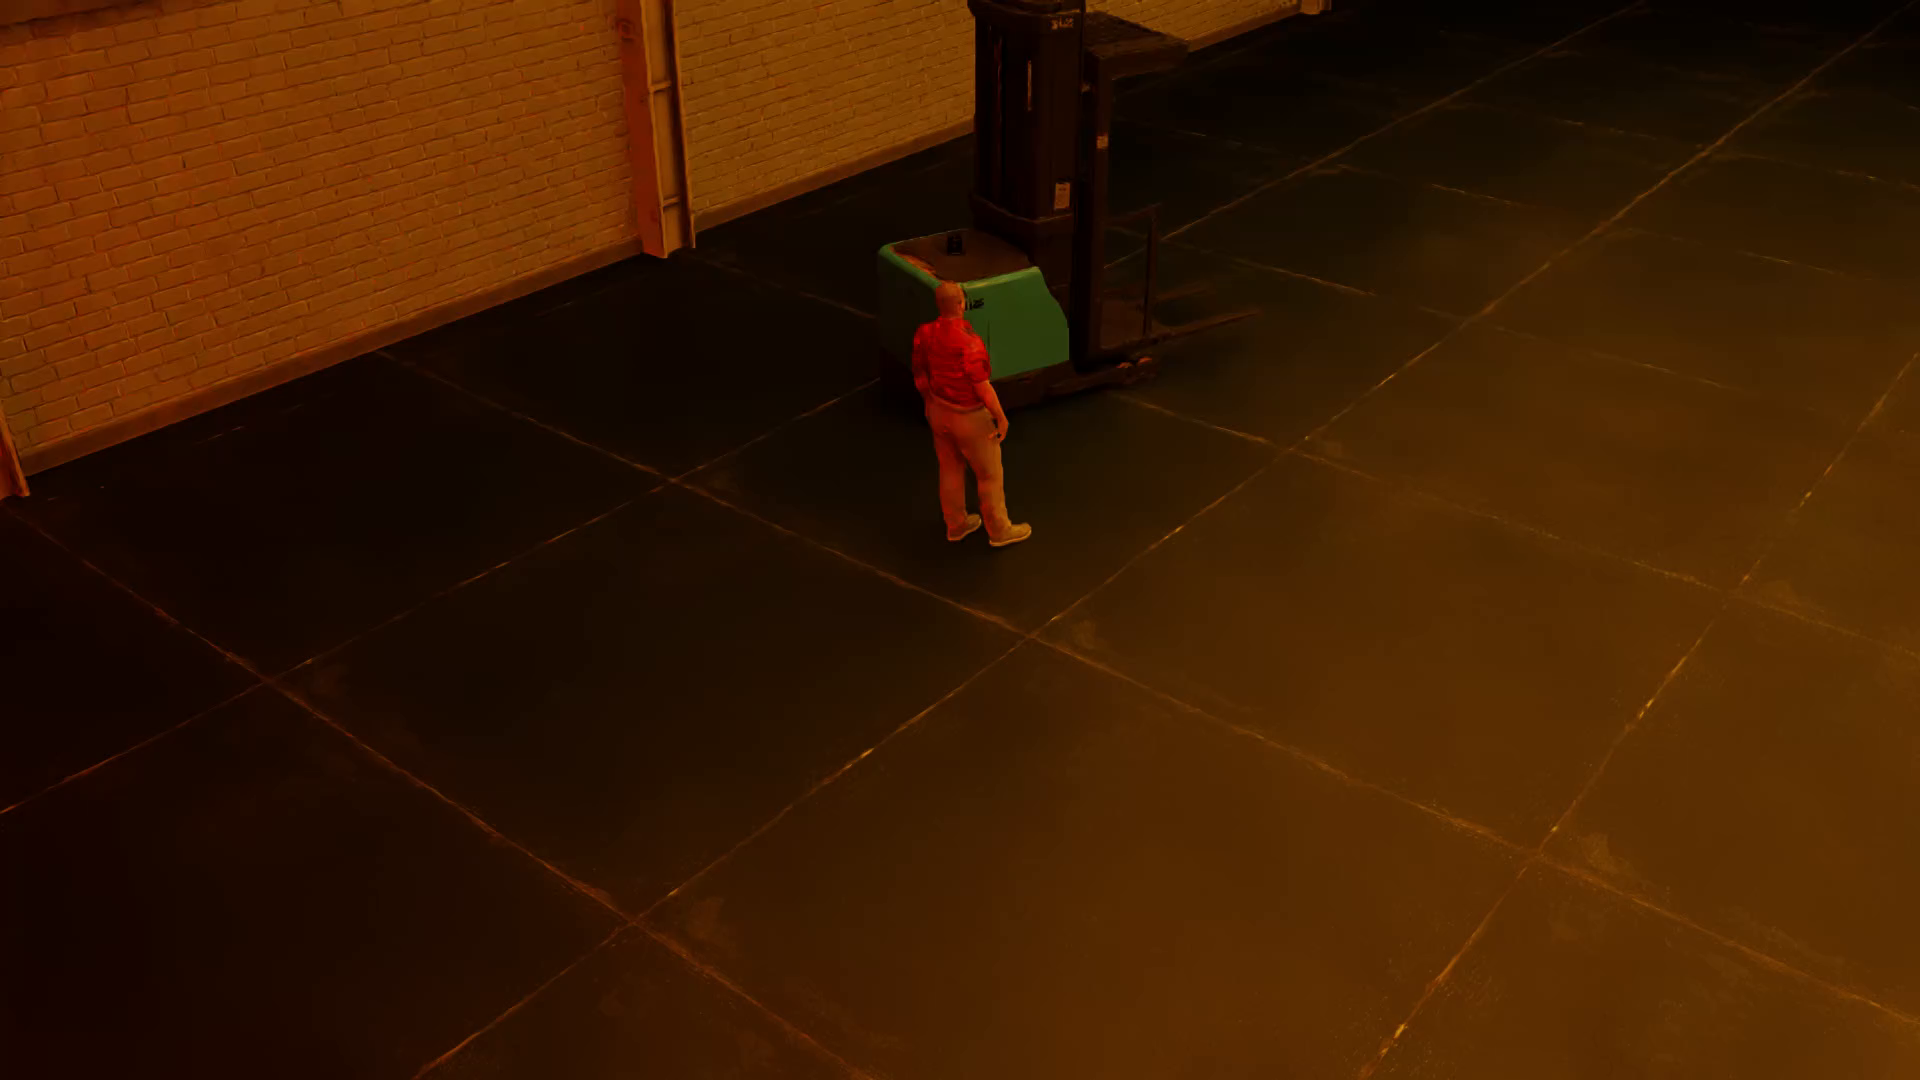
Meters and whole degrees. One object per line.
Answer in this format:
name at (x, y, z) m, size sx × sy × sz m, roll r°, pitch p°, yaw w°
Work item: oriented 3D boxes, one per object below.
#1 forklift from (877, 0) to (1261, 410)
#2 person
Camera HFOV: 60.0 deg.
forklift at (0.917, -2.645, 12.122) m, size 3.031 × 2.935 × 1.130 m, roll -17°, pitch 34°, yaw -26°
person at (0.066, -0.784, 10.114) m, size 0.640 × 1.727 × 0.550 m, roll 22°, pitch 37°, yaw 33°
